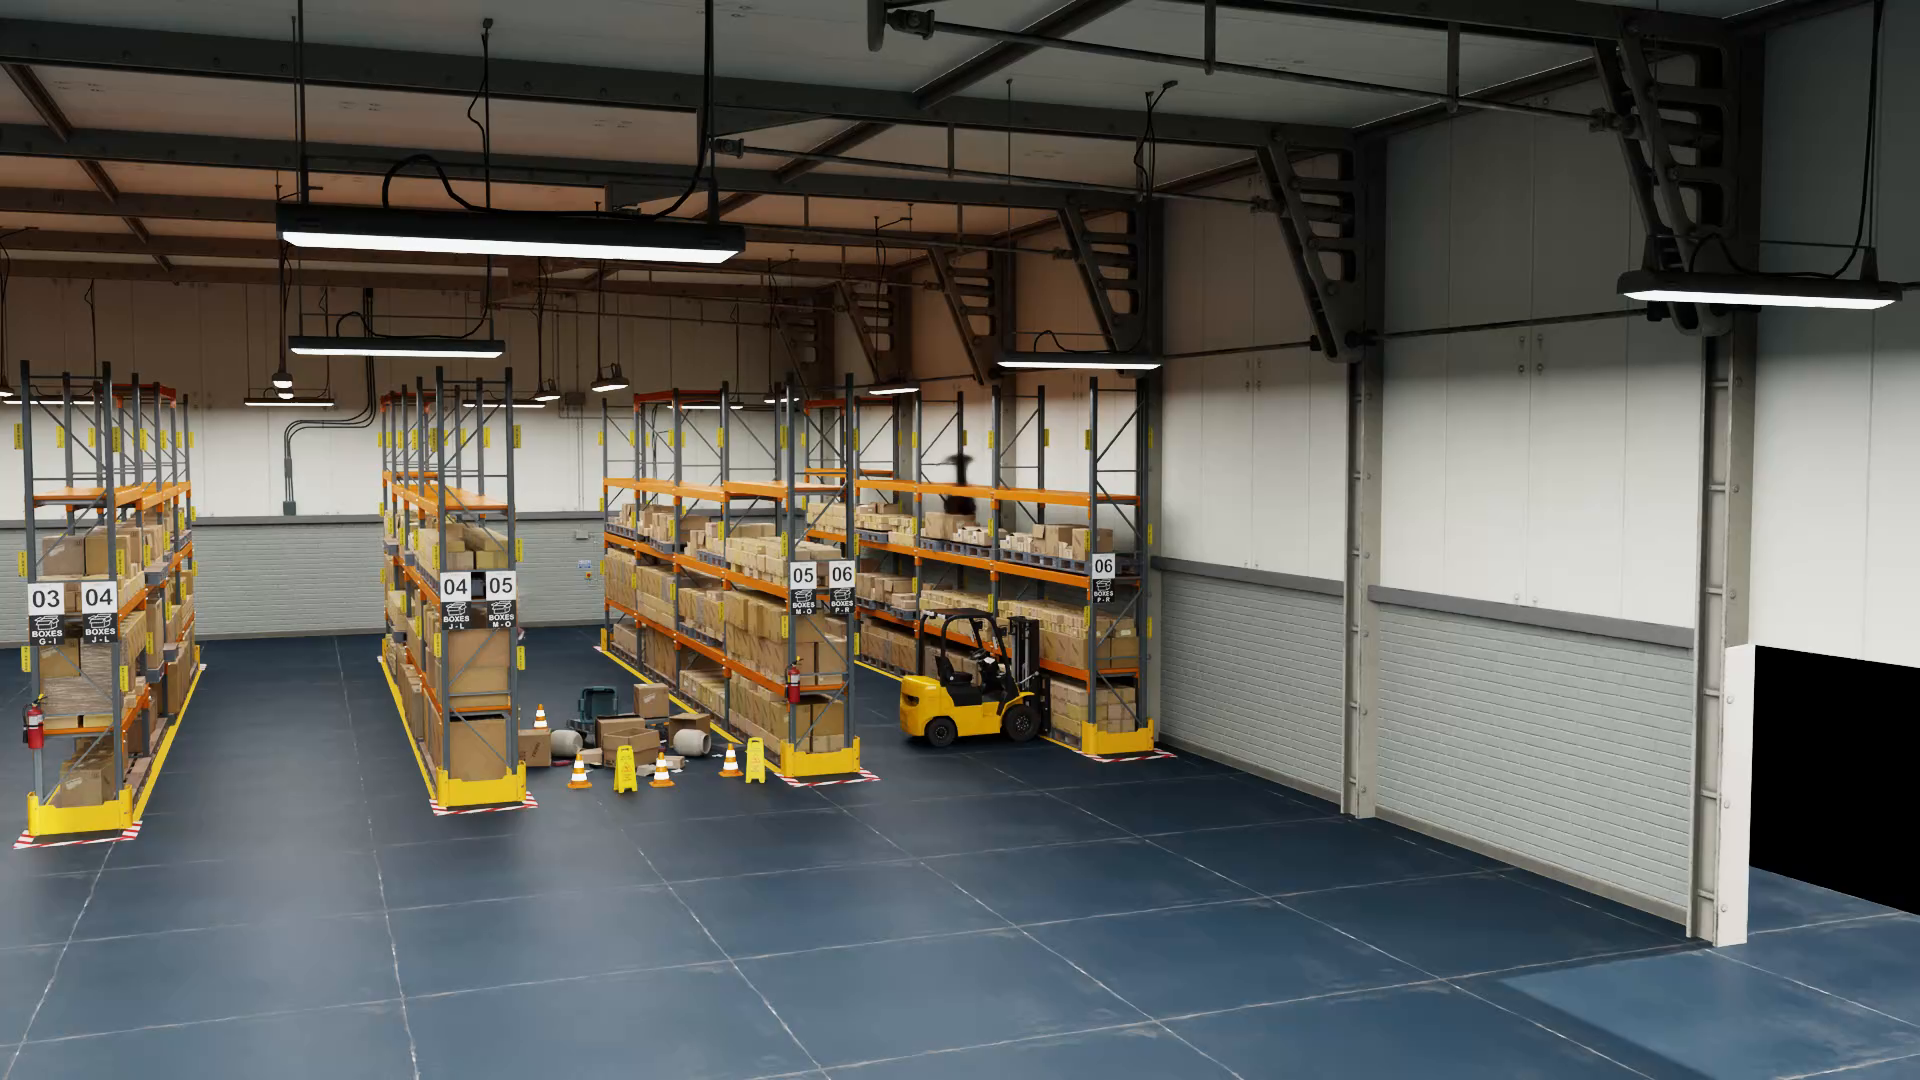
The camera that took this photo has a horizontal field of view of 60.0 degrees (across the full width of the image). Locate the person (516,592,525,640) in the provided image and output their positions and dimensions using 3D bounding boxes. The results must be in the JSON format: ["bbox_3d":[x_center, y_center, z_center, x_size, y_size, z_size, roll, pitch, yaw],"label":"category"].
[{"bbox_3d":[-11.122,1.737,40.906,0.615,1.628,0.874,3,4,36],"label":"person"}]
